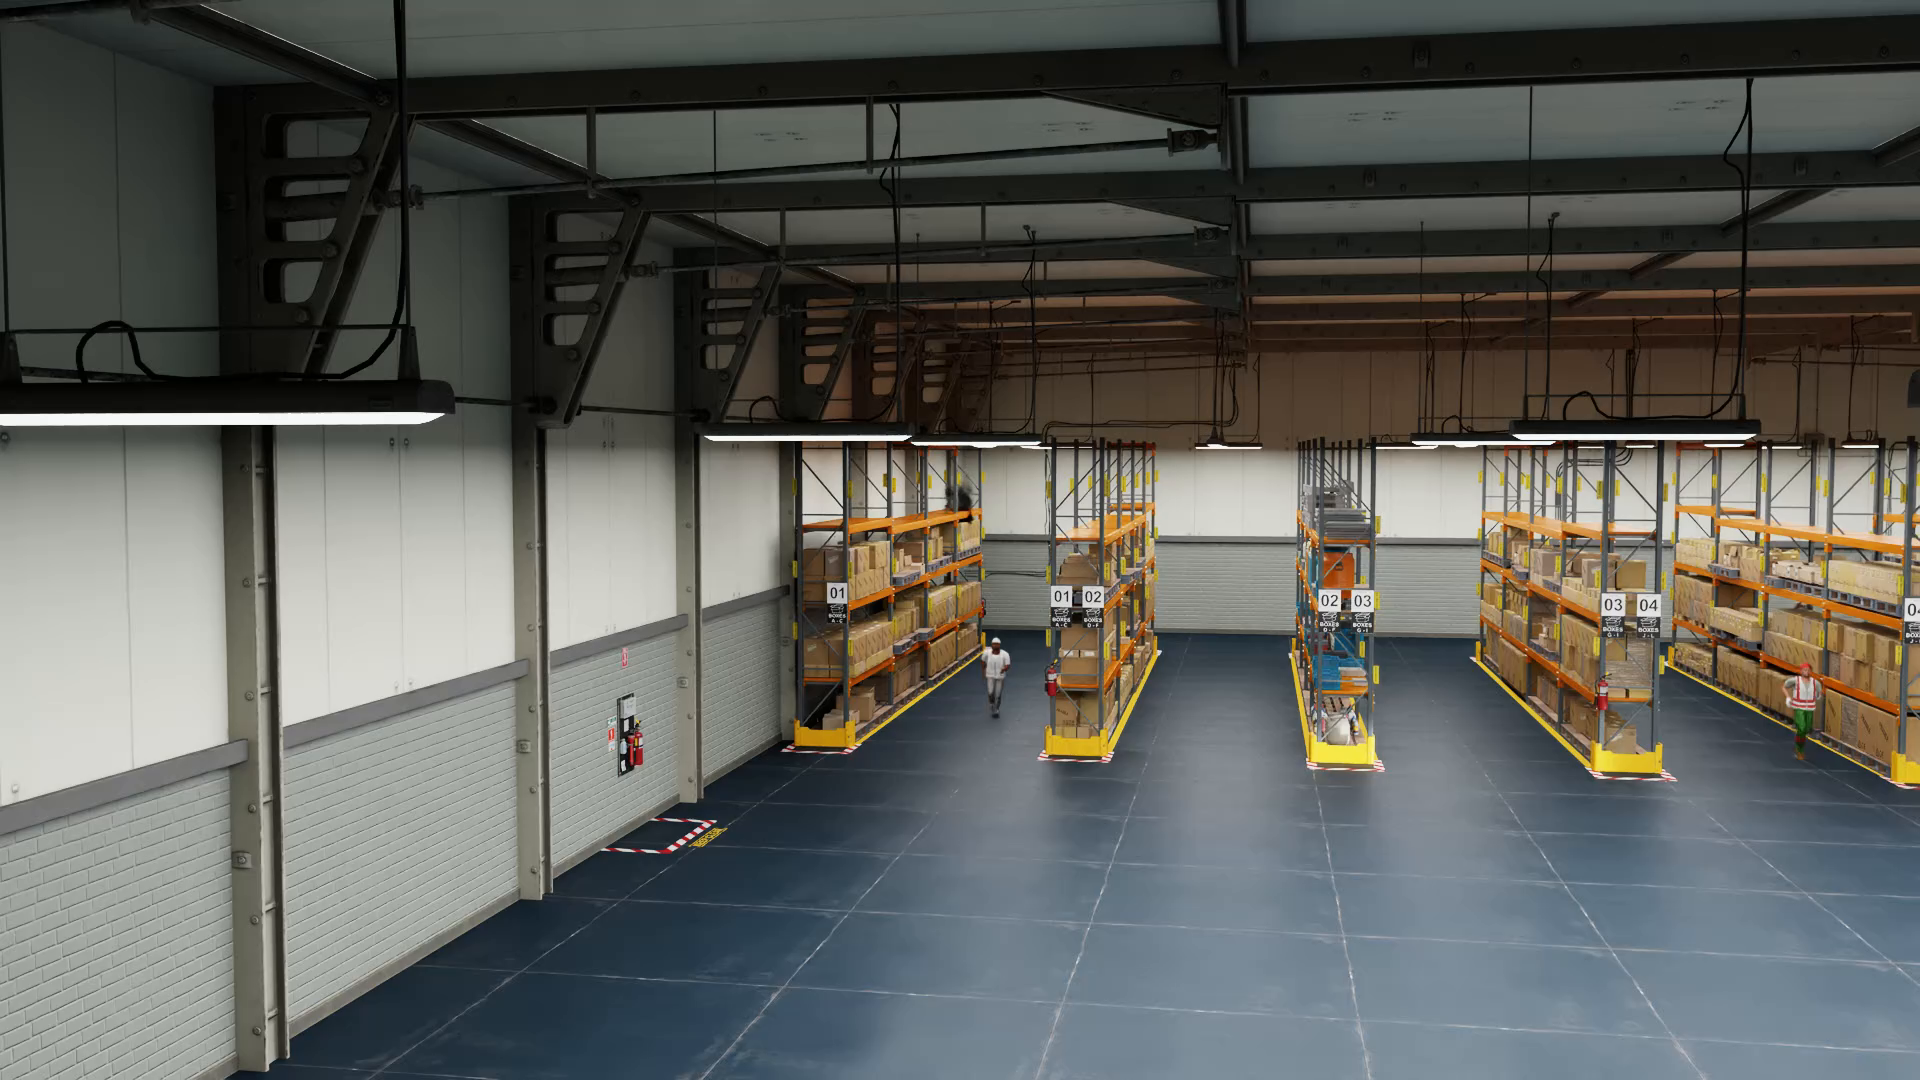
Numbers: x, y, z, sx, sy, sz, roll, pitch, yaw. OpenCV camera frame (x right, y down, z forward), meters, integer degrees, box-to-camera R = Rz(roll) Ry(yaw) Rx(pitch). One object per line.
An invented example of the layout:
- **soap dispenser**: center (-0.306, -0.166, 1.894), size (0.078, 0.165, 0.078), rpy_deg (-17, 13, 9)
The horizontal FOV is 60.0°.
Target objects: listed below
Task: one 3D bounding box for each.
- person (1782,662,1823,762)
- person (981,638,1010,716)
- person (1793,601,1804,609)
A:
- **person**: center (15.714, 3.194, 30.966), size (0.632, 1.846, 0.784), rpy_deg (0, 3, 5)
- **person**: center (0.768, 2.954, 35.928), size (0.617, 1.700, 0.740), rpy_deg (0, 3, 0)
- **person**: center (22.911, 2.470, 45.279), size (0.647, 1.754, 0.663), rpy_deg (1, 3, 13)
